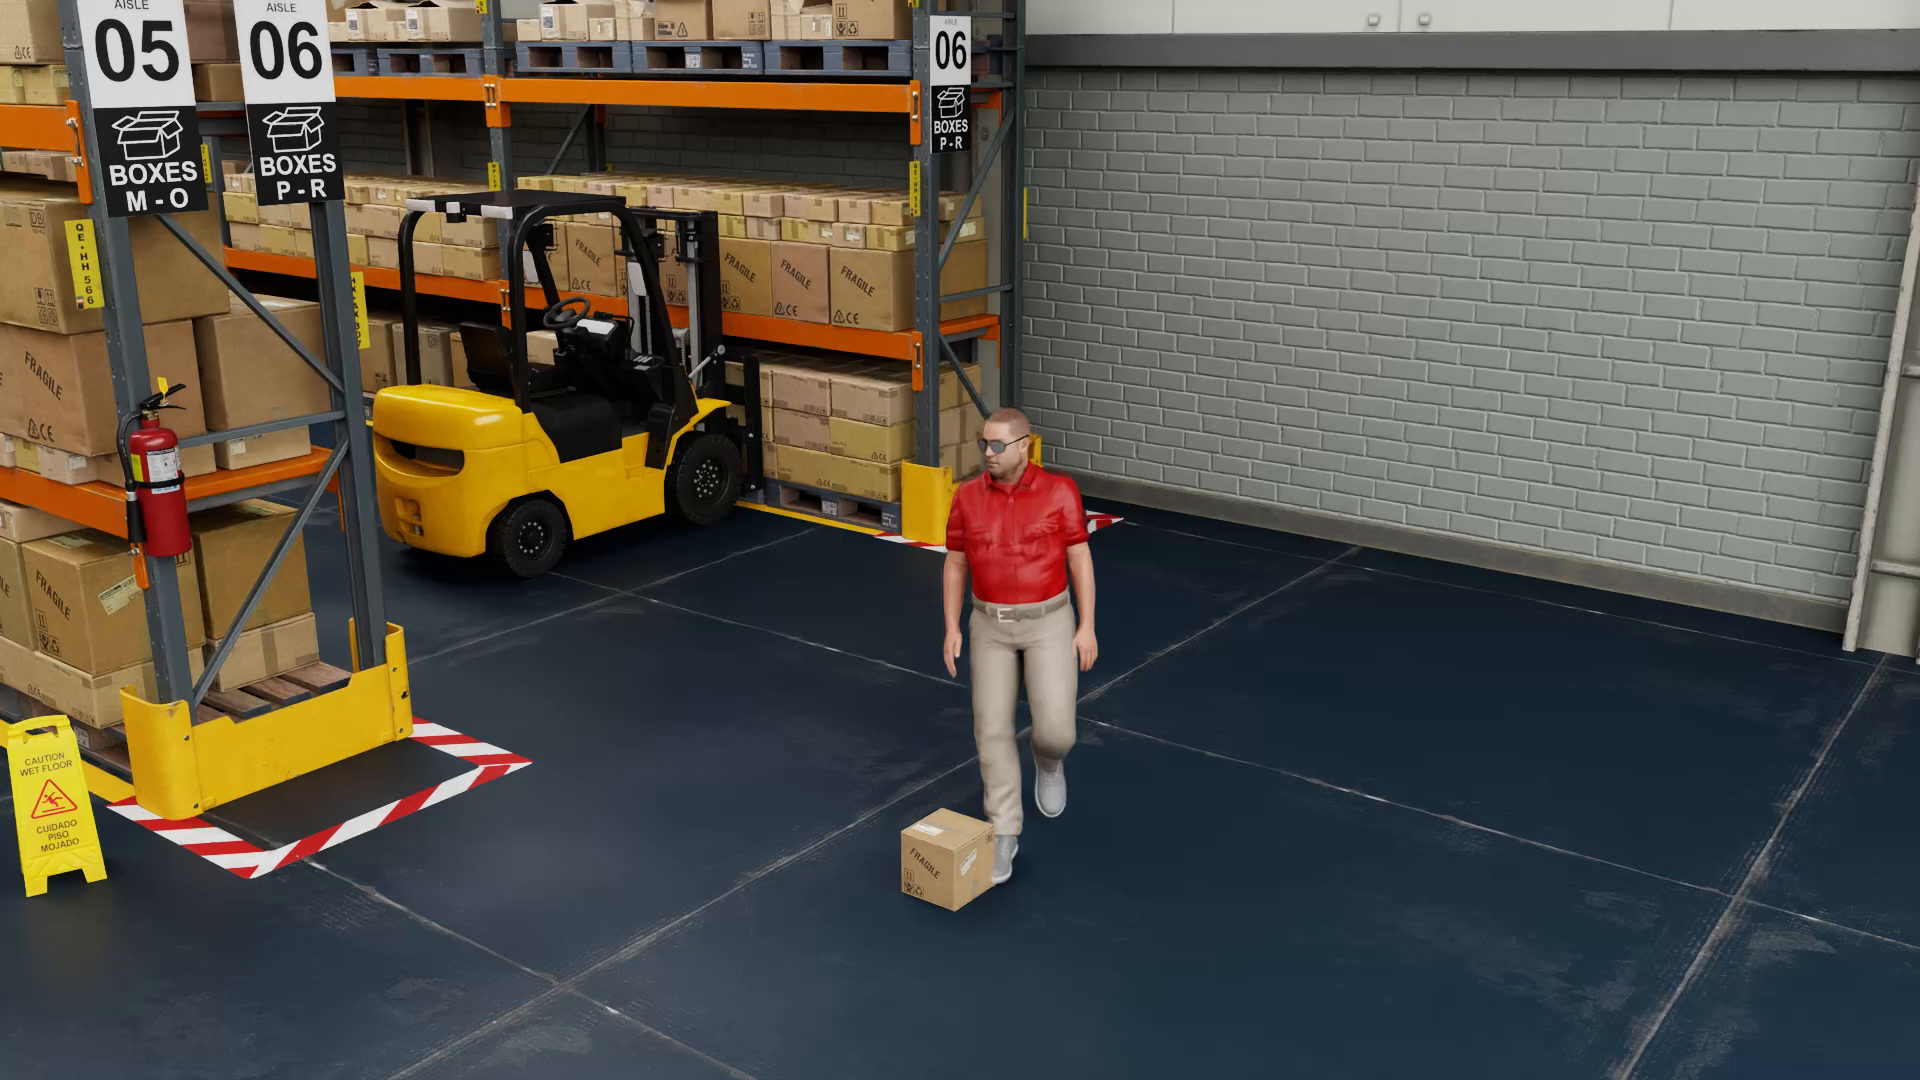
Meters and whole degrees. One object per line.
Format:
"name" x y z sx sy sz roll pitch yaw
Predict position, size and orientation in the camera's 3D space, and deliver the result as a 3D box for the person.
"person" 0.195 0.381 6.257 0.610 1.709 0.669 4 17 14
